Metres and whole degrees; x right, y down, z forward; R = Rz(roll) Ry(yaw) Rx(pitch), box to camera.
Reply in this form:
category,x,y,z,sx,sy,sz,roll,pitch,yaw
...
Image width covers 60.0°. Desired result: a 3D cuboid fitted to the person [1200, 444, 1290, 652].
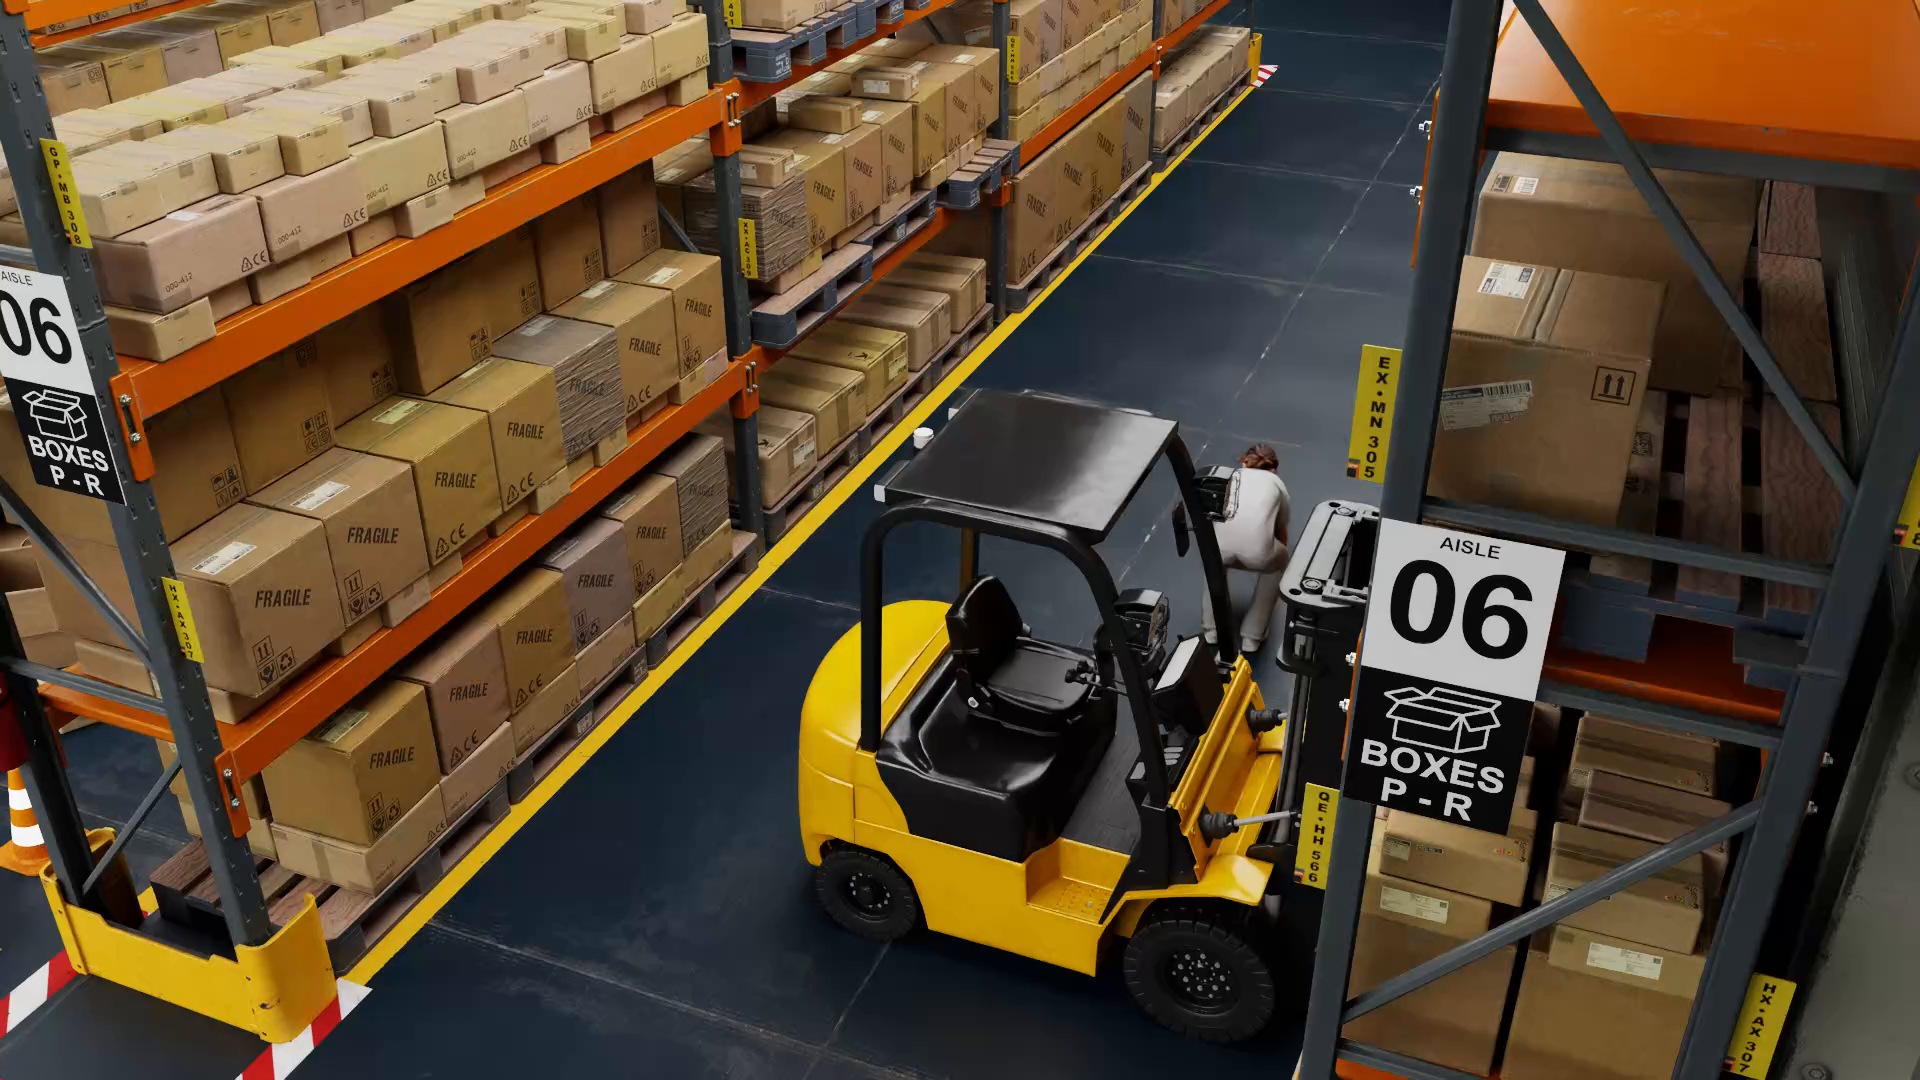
category,x,y,z,sx,sy,sz,roll,pitch,yaw
person,1.563,0.035,9.048,0.476,0.966,0.863,10,31,17
